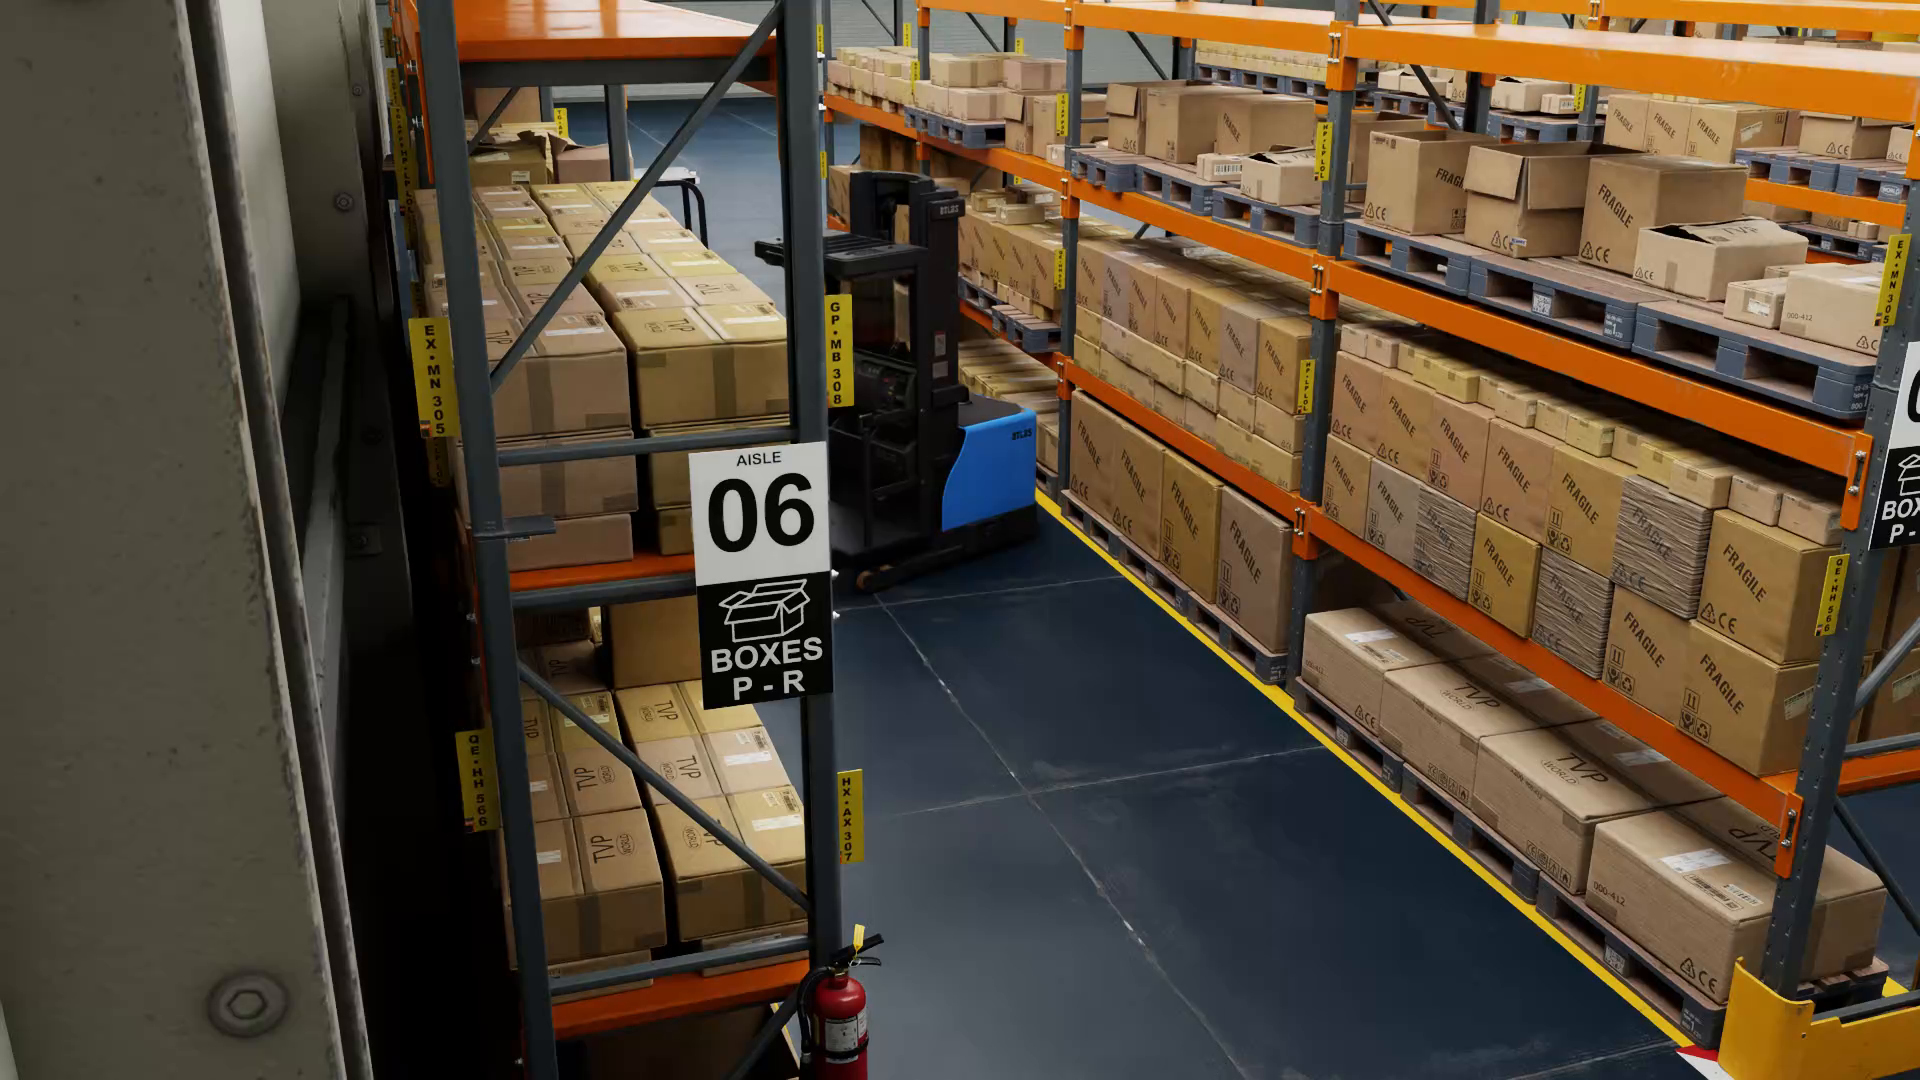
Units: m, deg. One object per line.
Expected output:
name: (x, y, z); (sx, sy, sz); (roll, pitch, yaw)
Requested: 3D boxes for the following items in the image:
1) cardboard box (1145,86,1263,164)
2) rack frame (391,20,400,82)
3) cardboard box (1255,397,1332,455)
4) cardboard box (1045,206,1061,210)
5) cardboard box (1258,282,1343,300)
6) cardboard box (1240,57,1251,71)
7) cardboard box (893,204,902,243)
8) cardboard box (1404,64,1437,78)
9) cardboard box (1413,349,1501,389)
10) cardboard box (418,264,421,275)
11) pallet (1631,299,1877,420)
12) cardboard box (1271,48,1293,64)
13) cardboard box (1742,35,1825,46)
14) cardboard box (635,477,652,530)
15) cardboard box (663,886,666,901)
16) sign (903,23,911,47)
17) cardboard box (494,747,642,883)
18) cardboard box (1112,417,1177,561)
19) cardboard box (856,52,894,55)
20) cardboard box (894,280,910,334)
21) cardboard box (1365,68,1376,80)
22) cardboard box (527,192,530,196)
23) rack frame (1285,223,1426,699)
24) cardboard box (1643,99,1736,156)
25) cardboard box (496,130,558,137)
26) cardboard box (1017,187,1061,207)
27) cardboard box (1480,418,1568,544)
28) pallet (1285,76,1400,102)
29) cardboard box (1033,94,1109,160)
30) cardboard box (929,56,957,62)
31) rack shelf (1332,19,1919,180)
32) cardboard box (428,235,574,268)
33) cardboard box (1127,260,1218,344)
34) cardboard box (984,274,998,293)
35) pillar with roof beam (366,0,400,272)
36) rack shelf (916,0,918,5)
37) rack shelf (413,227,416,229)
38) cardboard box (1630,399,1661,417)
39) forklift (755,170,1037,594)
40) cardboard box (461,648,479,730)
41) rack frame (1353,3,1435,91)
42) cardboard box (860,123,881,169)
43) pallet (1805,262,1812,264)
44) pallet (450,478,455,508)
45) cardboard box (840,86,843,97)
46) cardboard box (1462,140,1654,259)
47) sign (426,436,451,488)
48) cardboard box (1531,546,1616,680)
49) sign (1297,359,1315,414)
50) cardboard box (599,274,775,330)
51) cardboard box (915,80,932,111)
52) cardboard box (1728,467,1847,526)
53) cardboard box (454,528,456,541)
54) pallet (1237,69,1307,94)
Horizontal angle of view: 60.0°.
cardboard box: (1.818, -3.112, 12.436); (0.700, 0.500, 0.500); (-7, 21, -20)
rack frame: (-5.899, -6.615, 18.521); (1.000, 3.000, 0.127); (-6, 21, -17)
cardboard box: (2.215, -0.750, 10.549); (0.500, 0.250, 0.500); (-6, 21, -17)
cardboard box: (0.746, -2.972, 16.045); (0.500, 0.500, 0.500); (-6, 21, -15)
cardboard box: (2.377, -1.480, 11.473); (0.500, 0.500, 0.500); (-7, 21, -19)
cardboard box: (3.680, -5.868, 20.480); (0.380, 0.149, 0.250); (-7, 21, -18)
cardboard box: (-0.475, -3.504, 18.147); (0.500, 0.500, 0.500); (-6, 21, -15)
cardboard box: (5.111, -4.971, 17.834); (0.500, 0.250, 0.500); (-6, 21, -17)
cardboard box: (2.673, -0.919, 8.951); (0.380, 0.149, 0.250); (-7, 21, -18)
cardboard box: (-4.577, -2.320, 14.921); (0.500, 0.250, 0.500); (-7, 21, -18)
pallet: (3.598, -0.793, 6.880); (1.003, 0.211, 1.213); (-6, 21, -17)
cardboard box: (4.025, -5.774, 19.631); (0.500, 0.250, 0.500); (-7, 21, -18)
cardboard box: (9.531, -5.586, 19.320); (0.797, 0.503, 0.637); (-7, 21, -20)
cardboard box: (-0.856, -0.159, 5.356); (0.380, 0.149, 0.250); (-6, 21, -16)
cardboard box: (-0.952, 1.169, 6.096); (0.380, 0.149, 0.250); (-7, 21, -18)
sign: (-0.655, -6.201, 20.496); (0.100, 0.325, 0.005); (-6, 21, -17)
cardboard box: (-1.427, 0.988, 6.009); (0.500, 0.250, 0.500); (-6, 21, -17)
cardboard box: (1.741, -0.433, 12.708); (0.875, 0.875, 0.875); (-6, 21, -17)
cardboard box: (-0.978, -5.529, 19.128); (0.380, 0.149, 0.250); (-6, 21, -17)
cardboard box: (-0.533, -2.617, 18.603); (0.500, 0.500, 0.500); (-6, 21, -16)
cardboard box: (4.862, -5.369, 19.092); (0.380, 0.149, 0.250); (-6, 21, -17)
cardboard box: (-2.332, -1.703, 8.445); (0.380, 0.149, 0.250); (-7, 21, -18)
rack frame: (2.584, -0.469, 10.286); (1.000, 3.000, 0.127); (-6, 21, -17)
cardboard box: (6.085, -3.399, 13.856); (0.500, 0.500, 0.500); (-6, 21, -17)
cardboard box: (-2.881, -2.639, 11.080); (0.380, 0.149, 0.250); (-7, 21, -19)
cardboard box: (0.766, -3.297, 15.990); (0.380, 0.149, 0.250); (-7, 21, -20)
cardboard box: (2.963, -0.318, 8.237); (0.500, 0.500, 0.500); (-7, 21, -18)
pallet: (4.490, -5.229, 19.230); (1.003, 0.211, 1.213); (-6, 21, -17)
cardboard box: (1.038, -3.517, 14.185); (0.700, 0.500, 0.500); (-6, 21, -17)
cardboard box: (-0.181, -5.253, 18.359); (0.380, 0.149, 0.250); (-7, 21, -18)
rack shelf: (3.213, -2.124, 7.674); (1.077, 0.370, 4.000); (-6, 21, -17)
cardboard box: (-1.741, -0.981, 6.316); (0.500, 0.250, 0.500); (-6, 21, -17)
cardboard box: (1.563, -1.760, 12.253); (0.500, 0.500, 0.500); (-6, 21, -16)
cardboard box: (0.438, -2.401, 15.415); (0.380, 0.149, 0.250); (-7, 21, -19)
pillar with roof beam: (-4.334, -8.679, 24.267); (9.100, 9.000, 0.400); (-6, 21, -17)
rack shelf: (-0.559, -6.162, 18.328); (1.077, 0.370, 4.000); (-6, 21, -17)
rack shelf: (-4.013, -2.939, 13.789); (1.077, 0.370, 4.000); (-6, 21, -17)
cardboard box: (3.545, -0.654, 8.213); (0.380, 0.149, 0.250); (-7, 21, -19)
forklift: (-0.811, -1.179, 12.363); (3.031, 2.935, 1.130); (-17, 26, -39)
cardboard box: (-2.562, 0.912, 9.517); (0.500, 0.500, 0.500); (-6, 21, -17)
rack frame: (4.737, -6.418, 17.974); (1.000, 3.000, 0.127); (-6, 21, -17)
cardboard box: (-0.820, -4.837, 20.379); (0.700, 0.500, 0.500); (-7, 21, -19)
pallet: (13.241, -4.306, 25.093); (1.003, 0.211, 1.213); (-6, 21, -17)
pallet: (-2.769, -0.510, 10.684); (1.003, 0.211, 1.213); (-6, 21, -17)
cardboard box: (-1.224, -5.398, 19.942); (0.380, 0.149, 0.250); (-7, 21, -19)
cardboard box: (3.038, -1.745, 8.478); (0.797, 0.503, 0.637); (-5, 20, -13)
sign: (-2.653, -0.426, 8.451); (0.100, 0.325, 0.005); (-6, 21, -17)
cardboard box: (3.124, 0.314, 7.957); (0.500, 0.500, 0.500); (-6, 21, -16)
sign: (2.072, -0.916, 9.934); (0.100, 0.325, 0.005); (-6, 21, -17)
cardboard box: (-0.913, -0.708, 5.555); (0.500, 0.250, 0.500); (-7, 21, -18)
cardboard box: (-0.127, -4.345, 16.240); (0.500, 0.250, 0.500); (-7, 21, -19)
cardboard box: (3.436, -0.181, 6.897); (0.380, 0.149, 0.250); (-6, 21, -16)
cardboard box: (-3.178, -0.015, 11.139); (0.380, 0.149, 0.250); (-7, 21, -18)
pallet: (4.110, -5.619, 20.318); (1.003, 0.211, 1.213); (-6, 21, -17)
